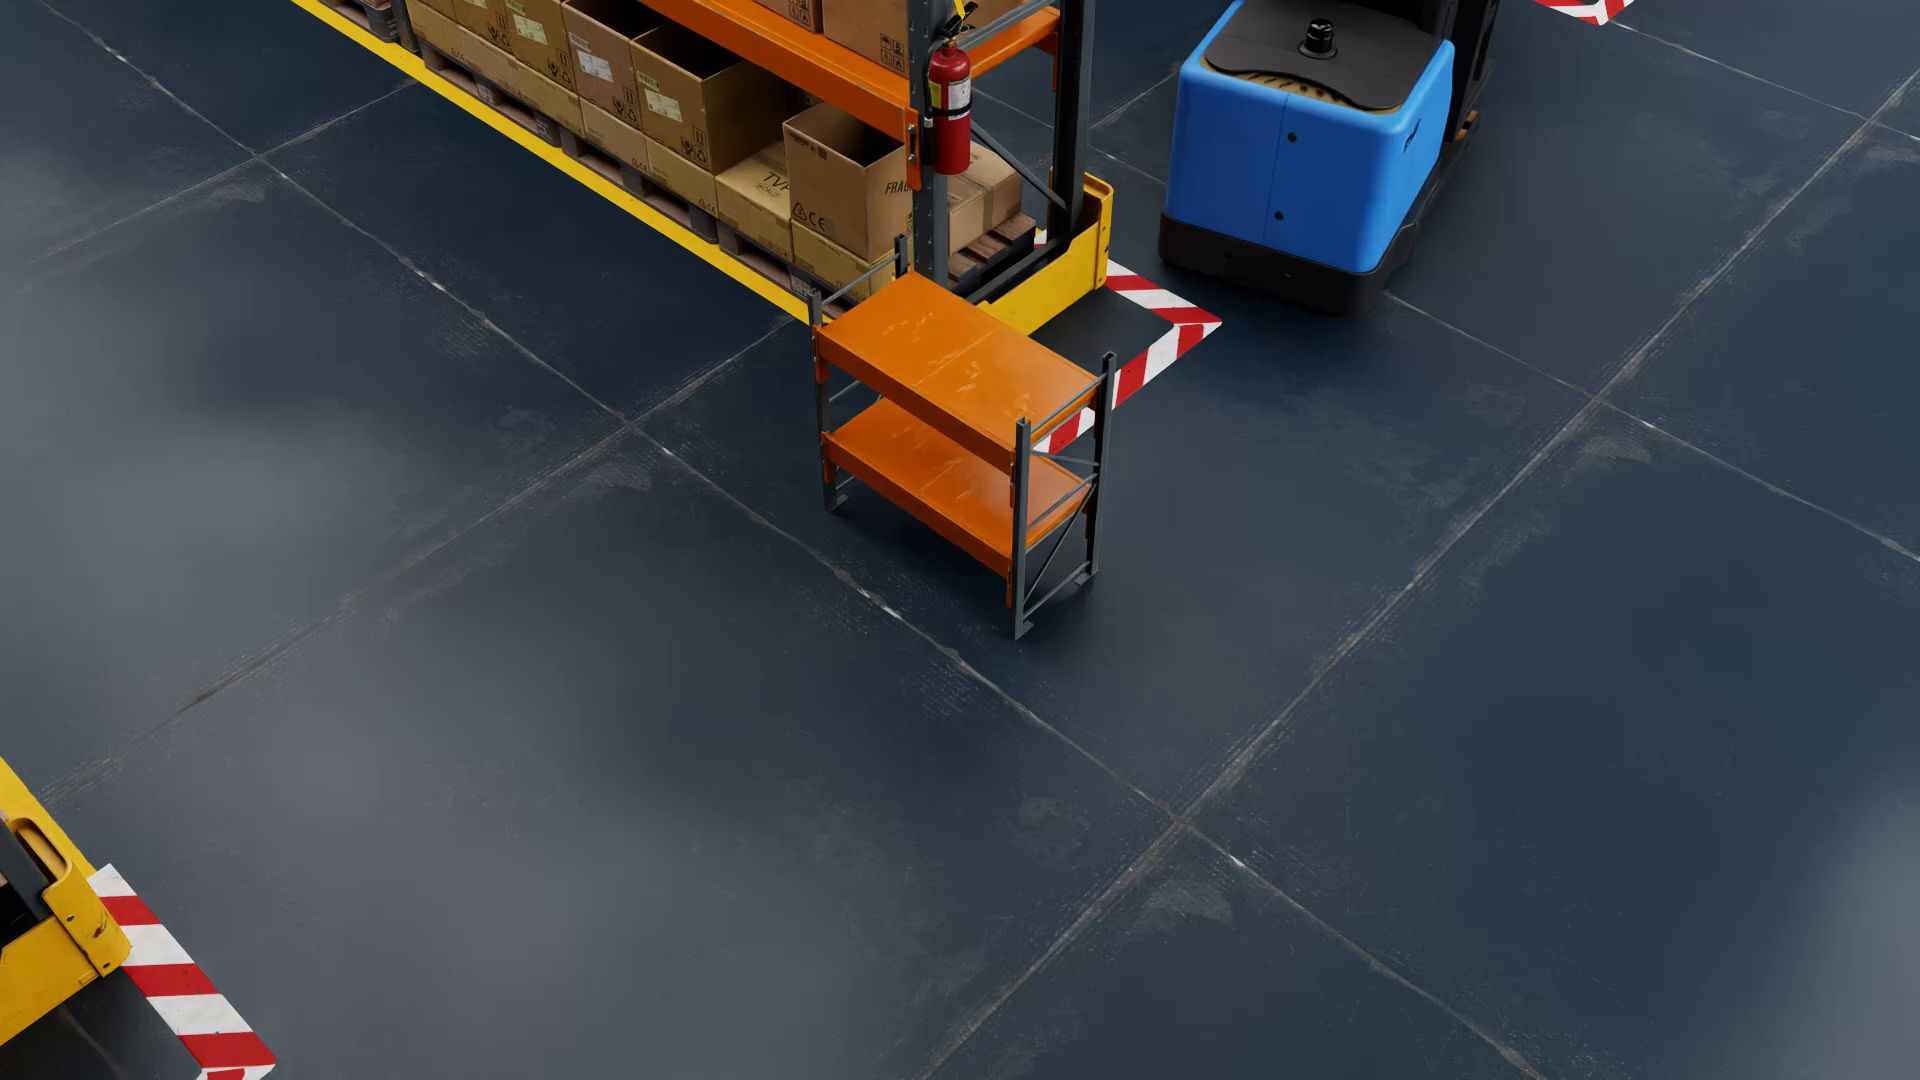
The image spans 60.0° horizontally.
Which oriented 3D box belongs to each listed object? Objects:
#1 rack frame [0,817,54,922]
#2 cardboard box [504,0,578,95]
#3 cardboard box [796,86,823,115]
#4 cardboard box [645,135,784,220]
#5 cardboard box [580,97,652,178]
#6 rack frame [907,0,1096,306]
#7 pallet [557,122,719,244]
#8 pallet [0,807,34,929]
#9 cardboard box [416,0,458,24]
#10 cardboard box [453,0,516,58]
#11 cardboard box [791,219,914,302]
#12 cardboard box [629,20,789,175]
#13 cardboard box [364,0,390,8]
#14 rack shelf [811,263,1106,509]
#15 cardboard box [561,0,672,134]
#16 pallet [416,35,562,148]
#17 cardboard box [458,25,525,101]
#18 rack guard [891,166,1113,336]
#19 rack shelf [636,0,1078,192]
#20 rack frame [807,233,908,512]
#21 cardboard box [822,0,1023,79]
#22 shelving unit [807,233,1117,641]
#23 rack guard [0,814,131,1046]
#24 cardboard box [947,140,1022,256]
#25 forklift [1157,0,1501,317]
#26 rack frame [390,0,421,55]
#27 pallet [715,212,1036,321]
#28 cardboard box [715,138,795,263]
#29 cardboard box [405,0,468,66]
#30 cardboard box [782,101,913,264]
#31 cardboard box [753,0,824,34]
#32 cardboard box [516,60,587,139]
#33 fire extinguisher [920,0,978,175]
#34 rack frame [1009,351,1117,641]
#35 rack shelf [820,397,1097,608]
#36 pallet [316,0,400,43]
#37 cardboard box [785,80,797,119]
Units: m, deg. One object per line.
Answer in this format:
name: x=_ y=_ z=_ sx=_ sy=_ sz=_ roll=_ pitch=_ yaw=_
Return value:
rack frame: x=-3.173 y=0.596 z=4.133 sx=0.127 sy=3.000 sz=1.000 roll=34 pitch=55 yaw=28
cardboard box: x=-1.892 y=-2.606 z=8.223 sx=0.500 sy=0.500 sz=0.500 roll=34 pitch=55 yaw=28
cardboard box: x=-0.428 y=-2.150 z=7.795 sx=0.500 sy=0.500 sz=0.500 roll=34 pitch=55 yaw=28
cardboard box: x=-1.155 y=-1.857 z=8.034 sx=0.500 sy=0.250 sz=0.500 roll=34 pitch=55 yaw=28
cardboard box: x=-1.521 y=-2.105 z=8.267 sx=0.500 sy=0.250 sz=0.500 roll=34 pitch=55 yaw=28
rack frame: x=0.184 y=-2.060 z=6.627 sx=0.127 sy=3.000 sz=1.000 roll=34 pitch=55 yaw=28
pallet: x=-1.299 y=-2.065 z=8.544 sx=1.213 sy=0.211 sz=1.003 roll=34 pitch=55 yaw=28
pallet: x=-3.802 y=1.092 z=5.580 sx=1.213 sy=0.211 sz=1.003 roll=34 pitch=55 yaw=28
cardboard box: x=-2.627 y=-3.100 z=8.687 sx=0.500 sy=0.500 sz=0.500 roll=34 pitch=55 yaw=28
cardboard box: x=-2.254 y=-2.857 z=8.459 sx=0.500 sy=0.500 sz=0.500 roll=34 pitch=55 yaw=28
cardboard box: x=-0.411 y=-1.370 z=7.576 sx=0.500 sy=0.250 sz=0.500 roll=34 pitch=55 yaw=28
cardboard box: x=-1.157 y=-2.112 z=7.759 sx=0.500 sy=0.500 sz=0.500 roll=34 pitch=55 yaw=28
cardboard box: x=-3.257 y=-3.290 z=9.380 sx=0.500 sy=0.250 sz=0.500 roll=33 pitch=55 yaw=27
rack shelf: x=-0.005 y=-0.589 z=6.130 sx=1.000 sy=0.278 sz=0.538 roll=34 pitch=55 yaw=28
cardboard box: x=-1.523 y=-2.360 z=7.992 sx=0.500 sy=0.500 sz=0.500 roll=34 pitch=55 yaw=28
pallet: x=-2.200 y=-2.668 z=9.110 sx=1.213 sy=0.211 sz=1.003 roll=34 pitch=55 yaw=28
cardboard box: x=-2.256 y=-2.599 z=8.731 sx=0.500 sy=0.250 sz=0.500 roll=34 pitch=55 yaw=28
rack guard: x=0.201 y=-1.193 z=7.527 sx=0.348 sy=0.500 sz=1.175 roll=34 pitch=55 yaw=28
rack shelf: x=-1.286 y=-2.803 z=7.817 sx=4.000 sy=0.370 sz=1.077 roll=34 pitch=55 yaw=28
rack frame: x=-0.379 y=-0.640 z=6.579 sx=0.032 sy=1.125 sz=0.500 roll=34 pitch=55 yaw=28
cardboard box: x=-0.151 y=-2.332 z=6.813 sx=0.500 sy=0.500 sz=0.700 roll=34 pitch=55 yaw=28
shelving unit: x=-0.005 y=-0.388 z=6.343 sx=1.048 sy=1.125 sz=0.538 roll=34 pitch=55 yaw=28
rack guard: x=-3.229 y=1.414 z=5.080 sx=0.348 sy=0.500 sz=1.175 roll=34 pitch=55 yaw=28
cardboard box: x=-0.059 y=-1.647 z=7.837 sx=0.500 sy=0.250 sz=0.500 roll=34 pitch=55 yaw=28
forklift: x=2.072 y=-3.104 z=7.654 sx=1.130 sy=2.935 sz=3.031 roll=21 pitch=50 yaw=18
rack frame: x=-2.756 y=-4.038 z=8.484 sx=0.127 sy=3.000 sz=1.000 roll=34 pitch=55 yaw=28
pallet: x=-0.407 y=-1.461 z=7.977 sx=1.213 sy=0.211 sz=1.003 roll=34 pitch=55 yaw=28
cardboard box: x=-0.786 y=-1.610 z=7.802 sx=0.500 sy=0.250 sz=0.500 roll=34 pitch=55 yaw=28
cardboard box: x=-2.620 y=-2.849 z=8.965 sx=0.500 sy=0.250 sz=0.500 roll=34 pitch=55 yaw=28
cardboard box: x=-0.412 y=-1.625 z=7.302 sx=0.500 sy=0.500 sz=0.500 roll=34 pitch=55 yaw=28
cardboard box: x=-0.540 y=-2.589 z=7.055 sx=0.500 sy=0.500 sz=0.700 roll=35 pitch=56 yaw=29
cardboard box: x=-1.893 y=-2.349 z=8.496 sx=0.500 sy=0.250 sz=0.500 roll=34 pitch=55 yaw=28
fire extinguisher: x=-0.044 y=-1.726 z=6.366 sx=0.183 sy=0.674 sz=0.296 roll=34 pitch=55 yaw=28
rack frame: x=0.369 y=-0.137 z=6.107 sx=0.032 sy=1.125 sz=0.500 roll=34 pitch=55 yaw=28
rack shelf: x=-0.005 y=-0.221 z=6.521 sx=1.000 sy=0.278 sz=0.538 roll=34 pitch=55 yaw=28
pallet: x=-3.323 y=-3.427 z=9.823 sx=1.213 sy=0.211 sz=1.003 roll=34 pitch=55 yaw=28
cardboard box: x=-0.804 y=-2.390 z=8.020 sx=0.500 sy=0.500 sz=0.500 roll=34 pitch=55 yaw=28
